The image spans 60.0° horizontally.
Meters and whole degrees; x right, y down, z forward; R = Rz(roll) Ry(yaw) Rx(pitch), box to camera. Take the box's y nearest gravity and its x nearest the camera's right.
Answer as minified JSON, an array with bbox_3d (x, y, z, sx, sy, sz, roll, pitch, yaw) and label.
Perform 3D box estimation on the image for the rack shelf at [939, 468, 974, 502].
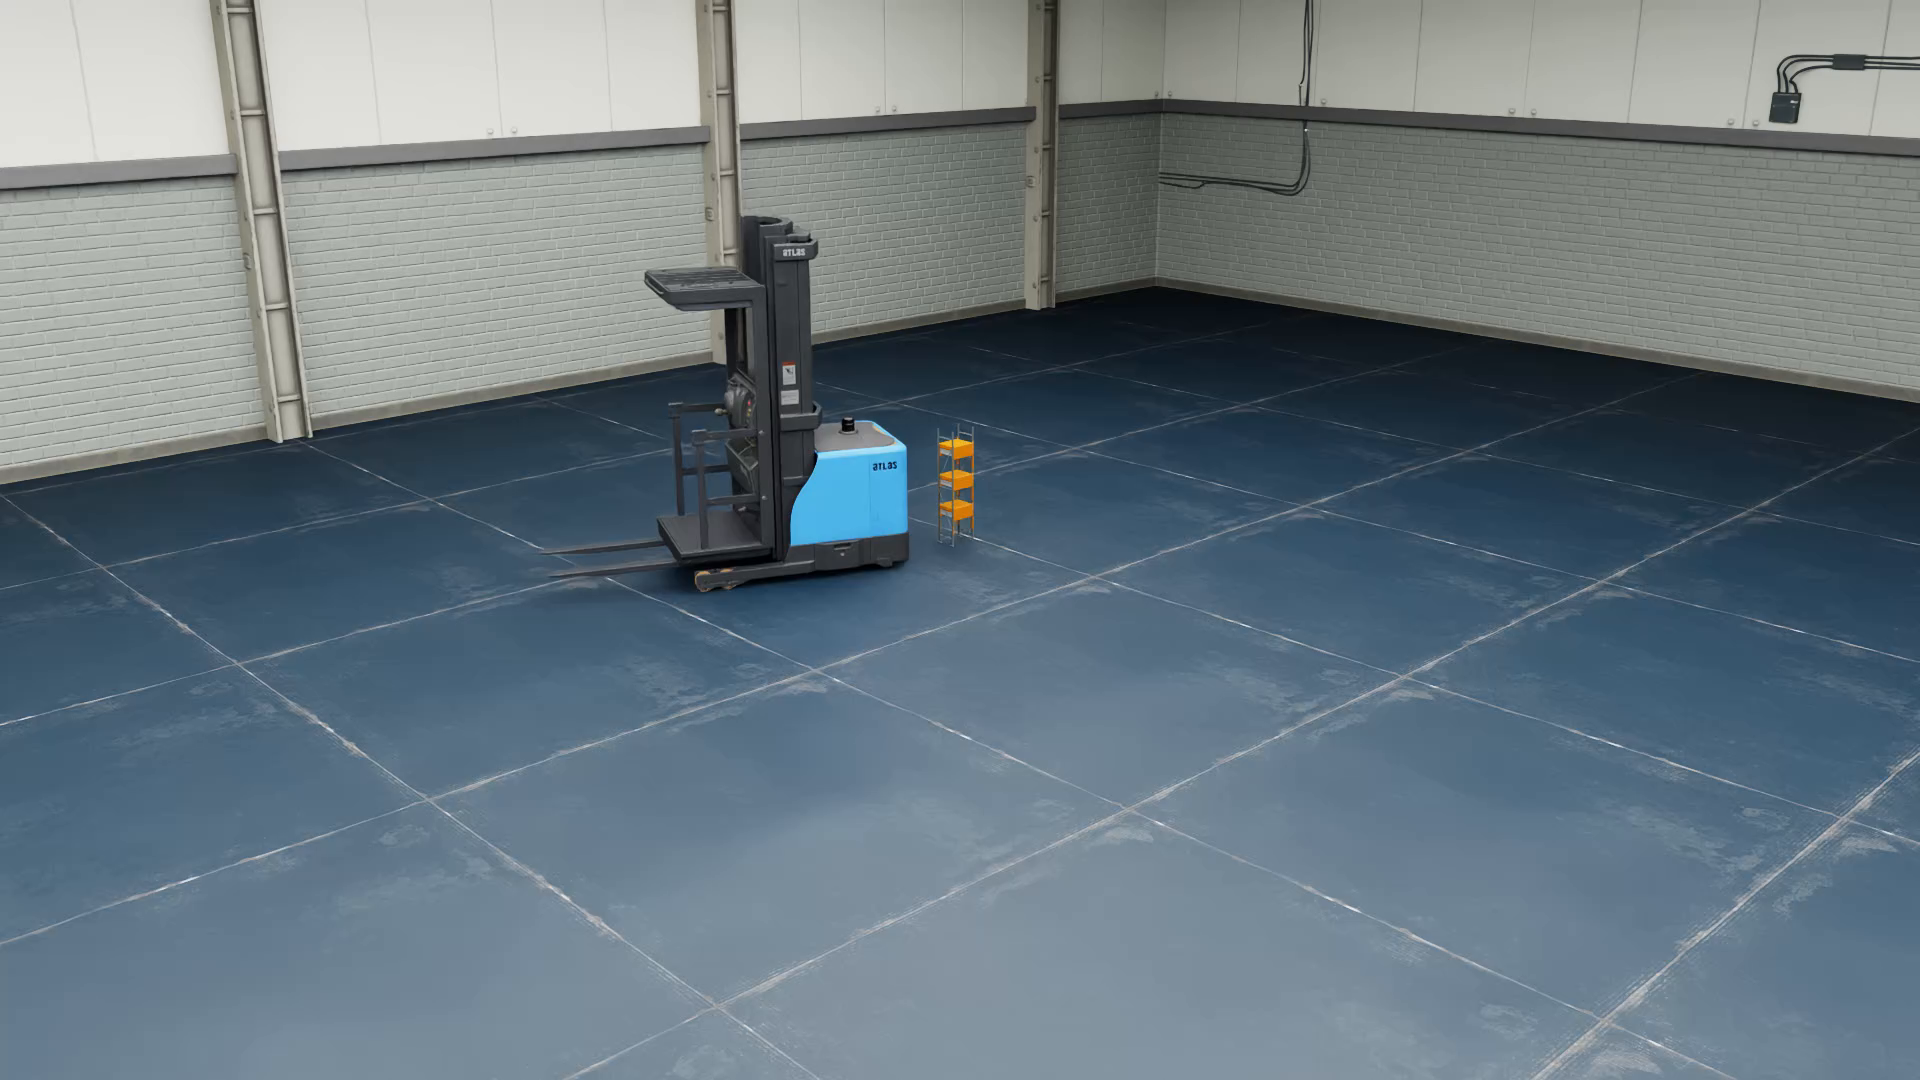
[{"bbox_3d":[-0.039,-0.478,14.791,0.240,0.259,0.215,-16,24,-41],"label":"rack shelf"}]

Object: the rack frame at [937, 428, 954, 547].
[{"bbox_3d":[-0.128,-0.462,14.708,0.008,1.050,0.200,-16,24,-41],"label":"rack frame"}]

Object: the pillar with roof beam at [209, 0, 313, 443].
[{"bbox_3d":[-4.498,-4.458,14.145,0.400,9.000,9.100,-16,24,-41],"label":"pillar with roof beam"}]

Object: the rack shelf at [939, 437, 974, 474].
[{"bbox_3d":[-0.039,-0.748,14.704,0.240,0.259,0.215,-16,24,-41],"label":"rack shelf"}]

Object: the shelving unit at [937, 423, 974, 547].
[{"bbox_3d":[-0.039,-0.488,14.788,0.252,1.050,0.215,-16,24,-41],"label":"shelving unit"}]

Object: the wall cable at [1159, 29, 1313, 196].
[{"bbox_3d":[4.313,-6.817,26.454,0.112,2.526,3.097,-16,24,-41],"label":"wall cable"}]

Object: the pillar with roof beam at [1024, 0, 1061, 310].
[{"bbox_3d":[4.221,-7.001,21.988,0.400,9.000,9.100,-16,24,-41],"label":"pillar with roof beam"}]

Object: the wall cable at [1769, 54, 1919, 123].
[{"bbox_3d":[10.824,-7.781,18.878,0.169,6.003,2.305,-16,24,-41],"label":"wall cable"}]

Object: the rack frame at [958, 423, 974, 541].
[{"bbox_3d":[0.050,-0.514,14.868,0.008,1.050,0.200,-16,24,-41],"label":"rack frame"}]

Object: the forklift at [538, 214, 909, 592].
[{"bbox_3d":[-2.008,-1.152,13.786,3.031,2.935,1.130,-6,19,-19],"label":"forklift"}]

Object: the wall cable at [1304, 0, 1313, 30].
[{"bbox_3d":[6.171,-8.613,23.805,0.112,2.526,3.097,-16,24,-41],"label":"wall cable"}]

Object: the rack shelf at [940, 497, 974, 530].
[{"bbox_3d":[-0.039,-0.214,14.877,0.240,0.259,0.215,-16,24,-41],"label":"rack shelf"}]

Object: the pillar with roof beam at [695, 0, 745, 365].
[{"bbox_3d":[-0.138,-5.730,18.066,0.400,9.000,9.100,-16,24,-41],"label":"pillar with roof beam"}]
